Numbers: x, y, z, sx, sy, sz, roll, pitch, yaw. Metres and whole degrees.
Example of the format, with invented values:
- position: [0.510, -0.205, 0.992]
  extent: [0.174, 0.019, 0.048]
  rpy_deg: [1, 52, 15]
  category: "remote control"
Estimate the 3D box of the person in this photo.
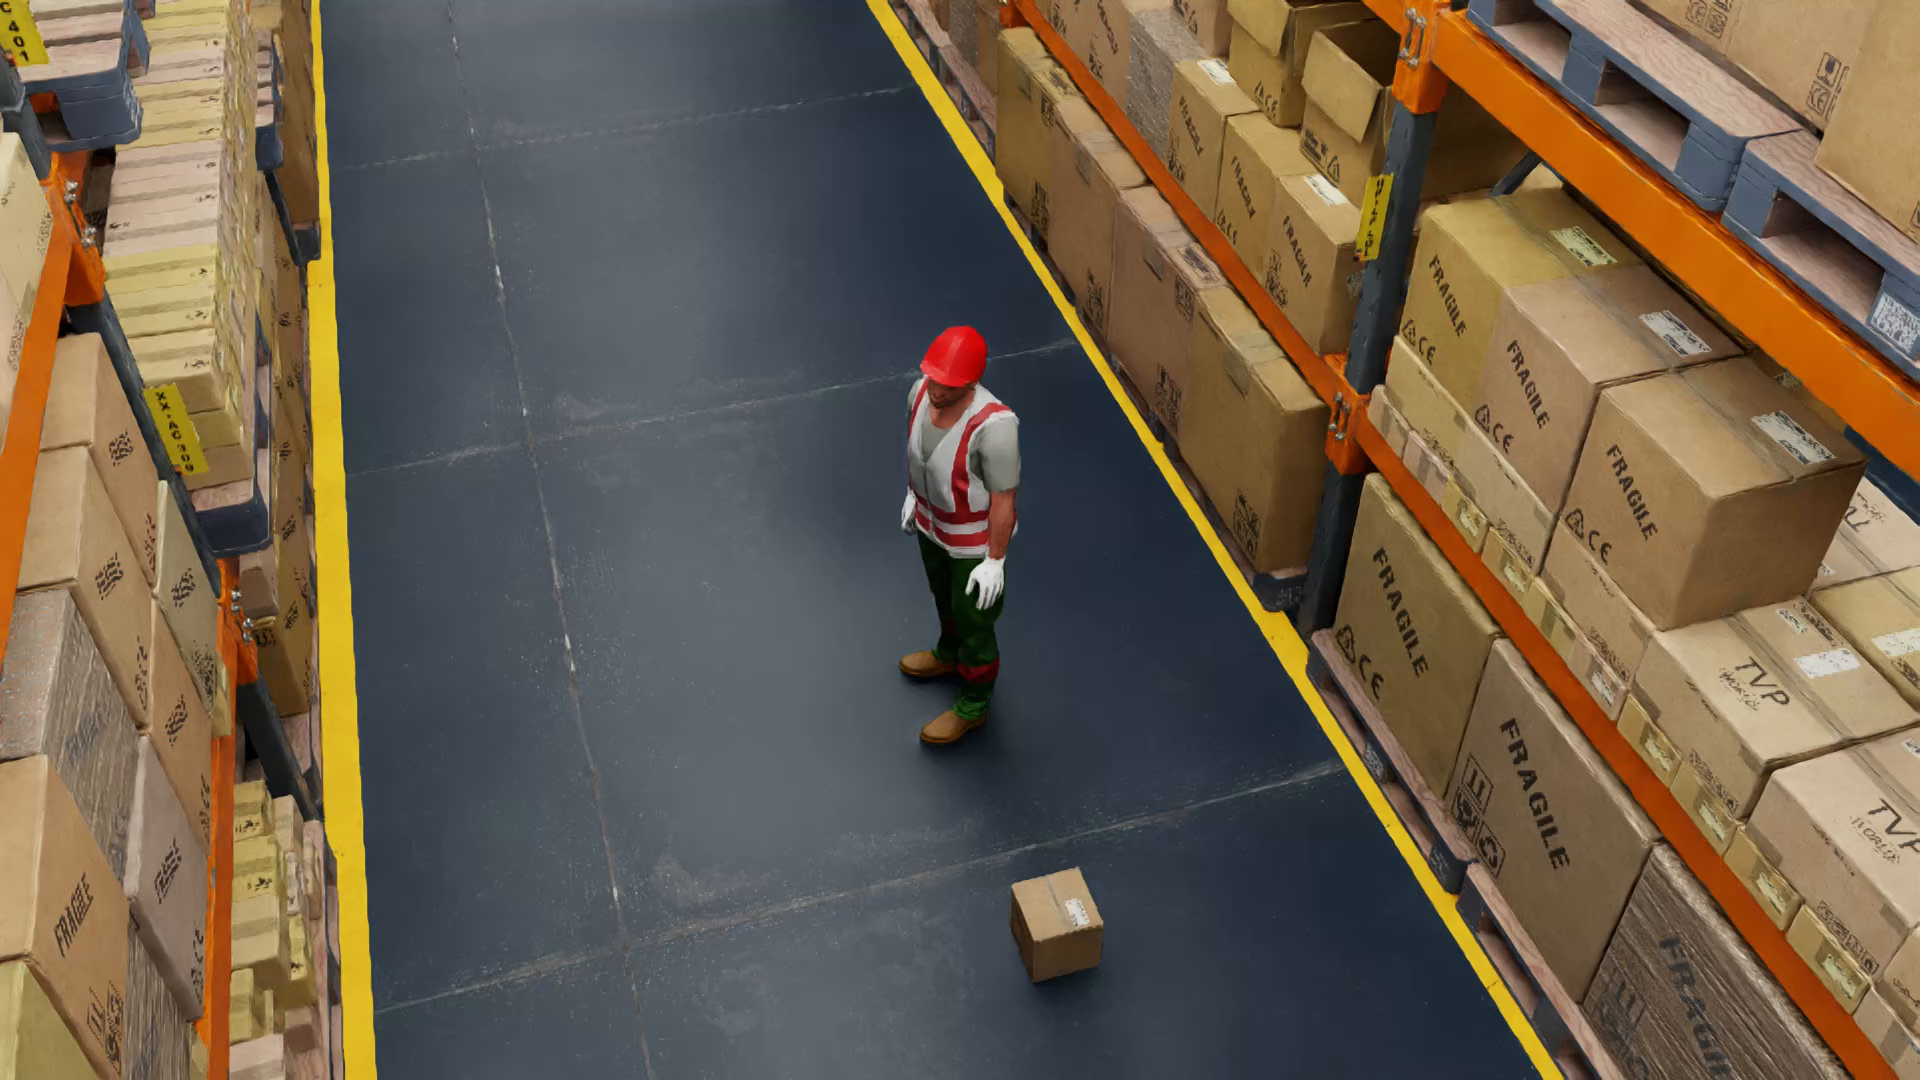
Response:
- position: [-0.049, -0.012, 6.108]
  extent: [0.465, 1.794, 0.620]
  rpy_deg: [-28, 49, -28]
  category: "person"
